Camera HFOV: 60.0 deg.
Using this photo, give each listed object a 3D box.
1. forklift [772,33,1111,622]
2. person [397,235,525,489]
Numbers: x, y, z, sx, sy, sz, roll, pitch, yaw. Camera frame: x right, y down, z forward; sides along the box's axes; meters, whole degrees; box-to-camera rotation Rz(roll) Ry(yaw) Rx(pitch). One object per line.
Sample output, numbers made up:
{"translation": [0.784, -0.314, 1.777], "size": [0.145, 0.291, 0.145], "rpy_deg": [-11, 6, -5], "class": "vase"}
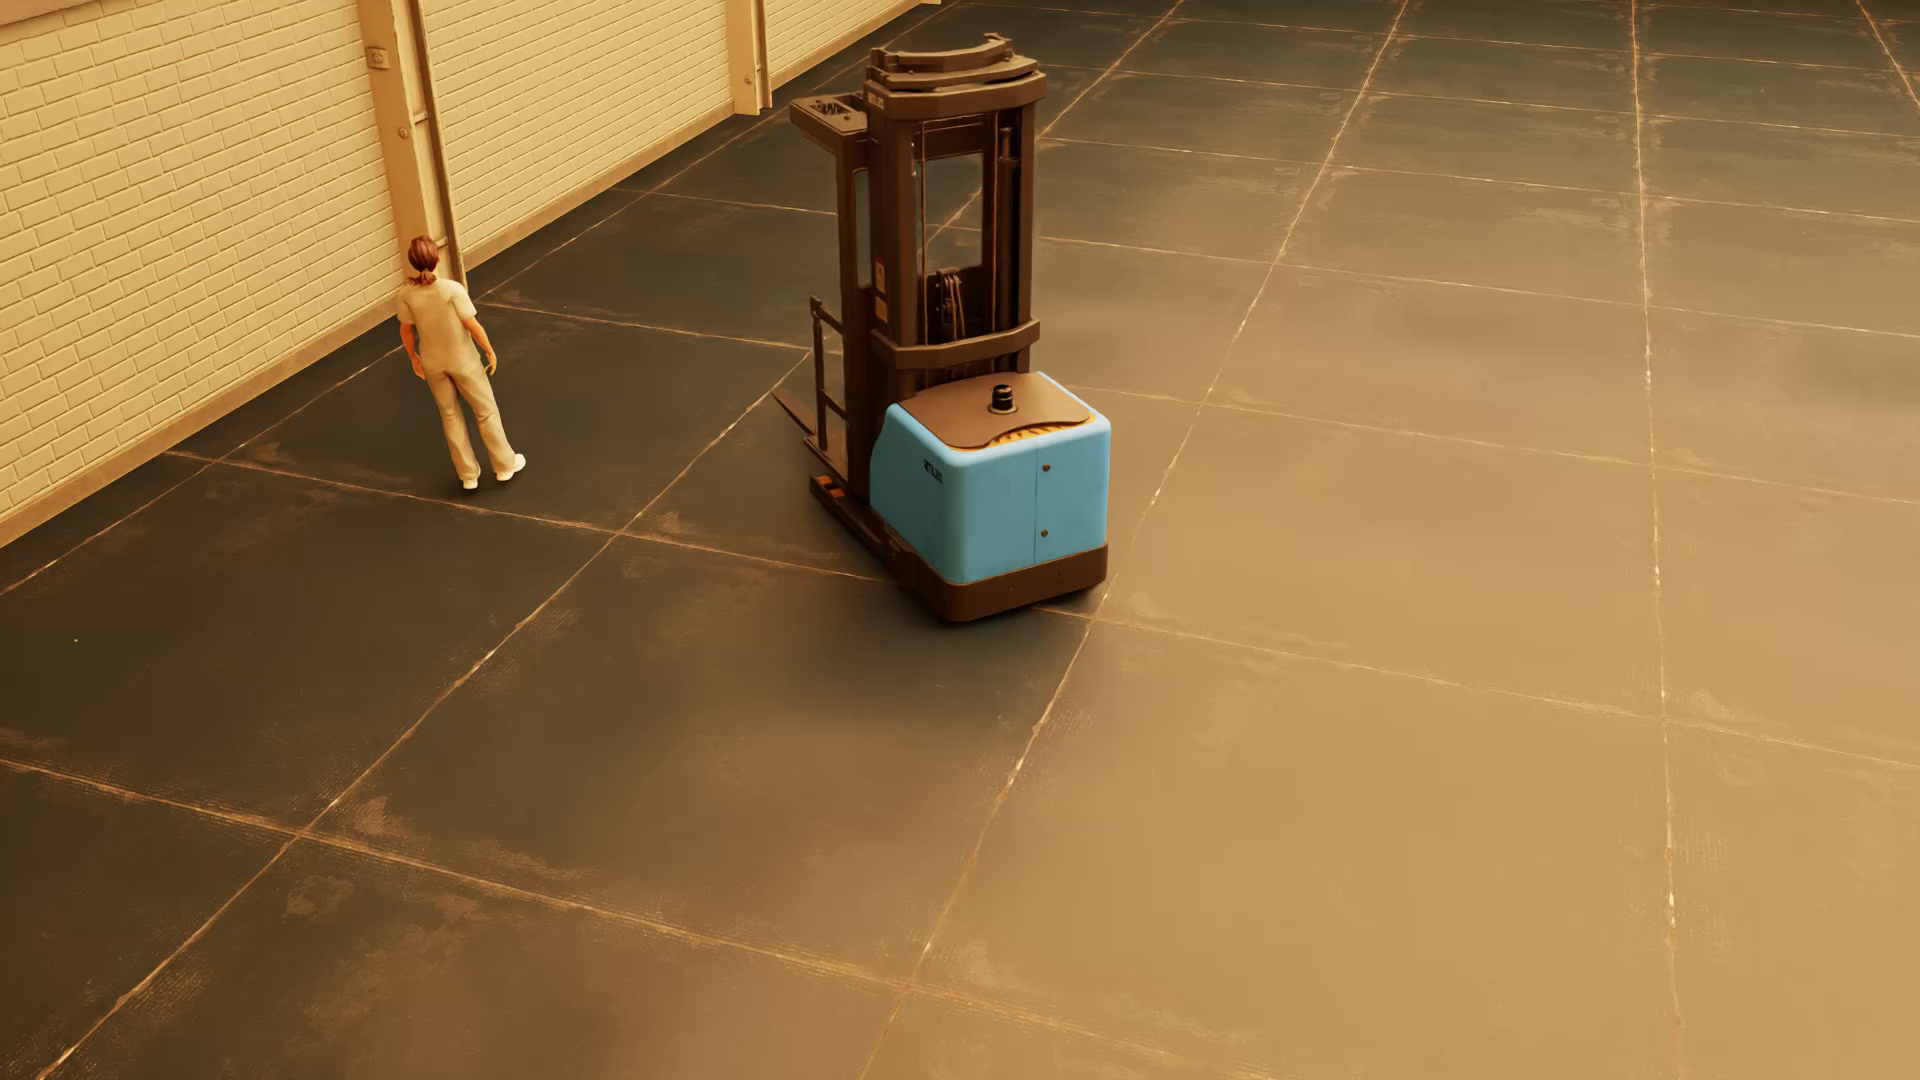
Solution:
{"translation": [-0.292, -1.523, 9.808], "size": [1.130, 2.935, 3.031], "rpy_deg": [-15, 33, -24], "class": "forklift"}
{"translation": [-3.116, -1.113, 10.267], "size": [0.546, 1.674, 0.551], "rpy_deg": [1, 30, 2], "class": "person"}
